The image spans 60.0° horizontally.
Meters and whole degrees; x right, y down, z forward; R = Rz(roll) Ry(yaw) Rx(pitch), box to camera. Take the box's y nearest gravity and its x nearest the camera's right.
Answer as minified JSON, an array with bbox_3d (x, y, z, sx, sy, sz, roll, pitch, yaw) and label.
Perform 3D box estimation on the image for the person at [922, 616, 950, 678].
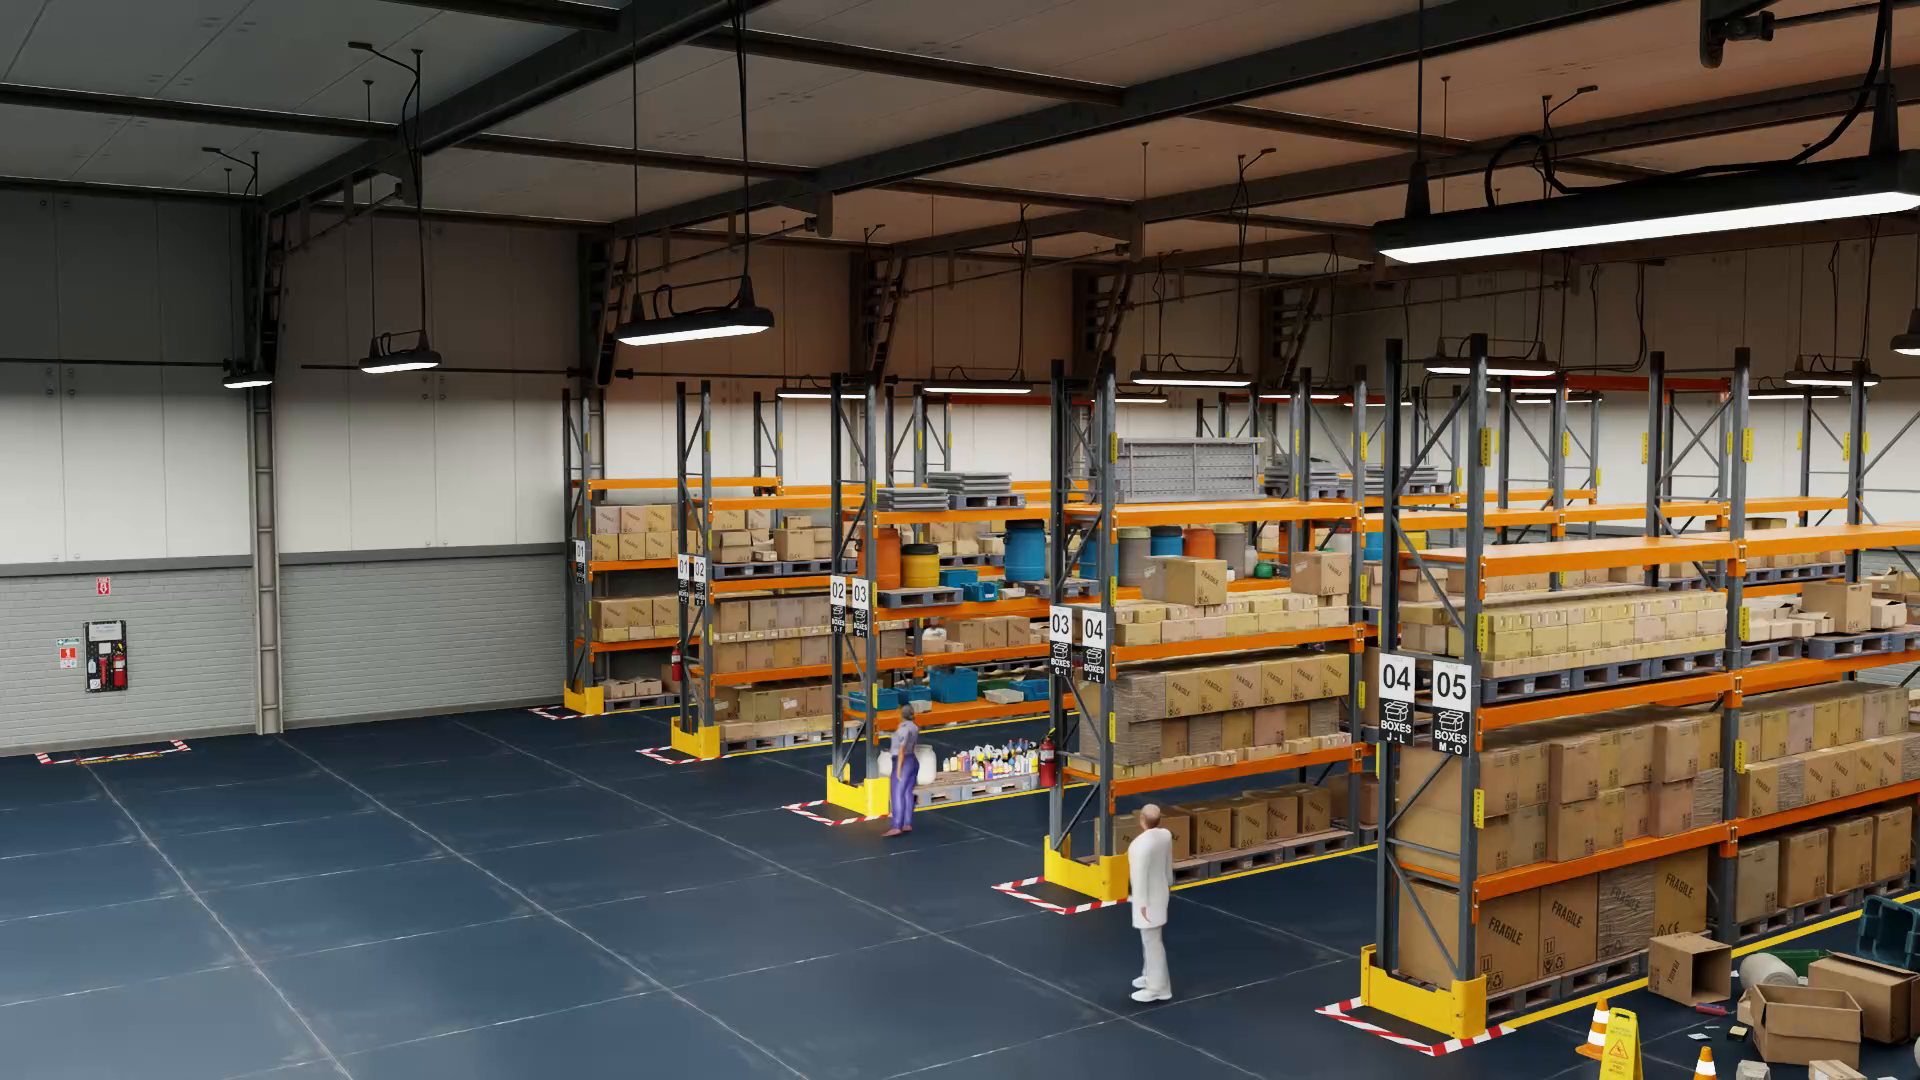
[{"bbox_3d":[-0.552,2.264,31.810,1.048,1.705,0.531,-2,4,-34],"label":"person"}]

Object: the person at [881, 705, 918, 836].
[{"bbox_3d":[-0.770,2.968,21.509,0.401,1.670,0.565,1,4,13],"label":"person"}]

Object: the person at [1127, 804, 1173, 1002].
[{"bbox_3d":[1.753,3.394,15.267,0.478,1.604,0.751,2,4,23],"label":"person"}]
